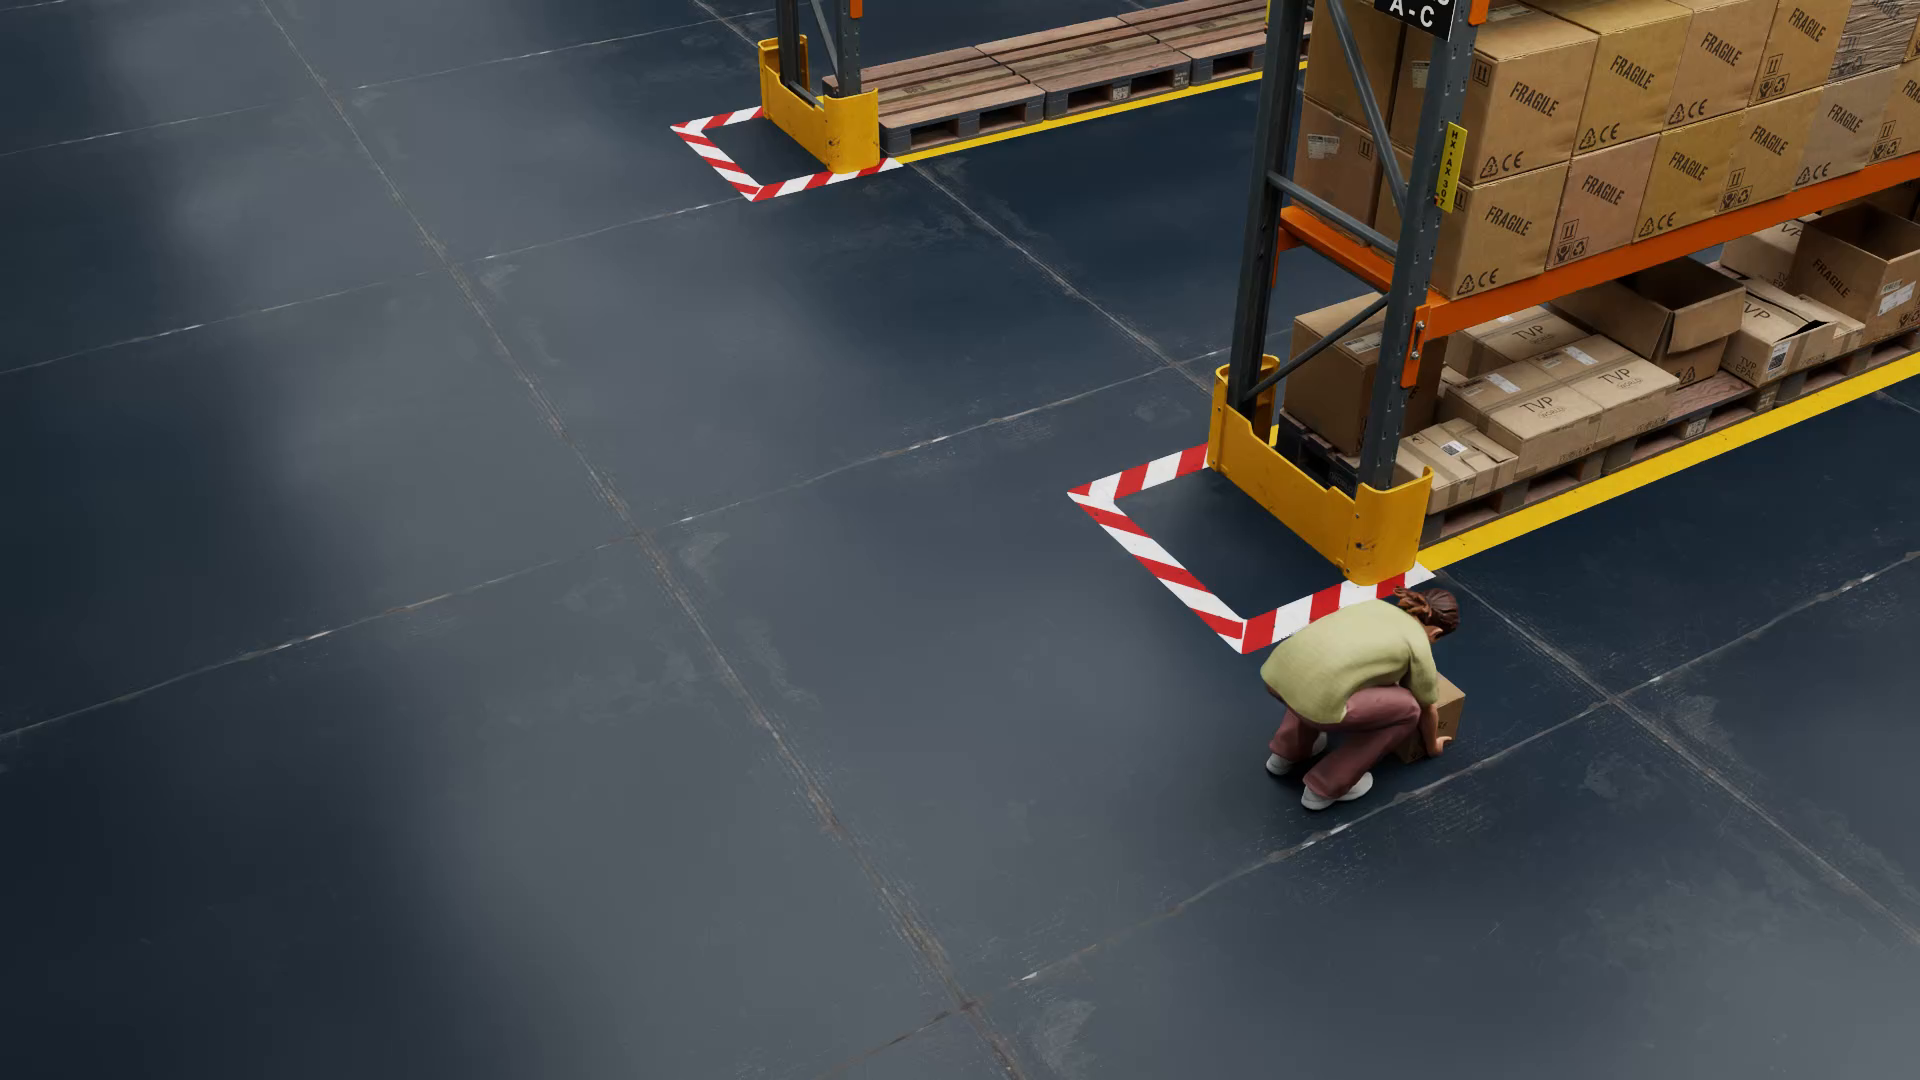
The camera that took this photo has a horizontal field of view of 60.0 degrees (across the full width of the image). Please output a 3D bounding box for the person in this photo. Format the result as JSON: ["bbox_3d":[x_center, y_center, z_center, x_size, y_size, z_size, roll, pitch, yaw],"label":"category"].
[{"bbox_3d":[1.491,0.562,6.194,0.867,0.756,0.463,-20,41,-25],"label":"person"}]
